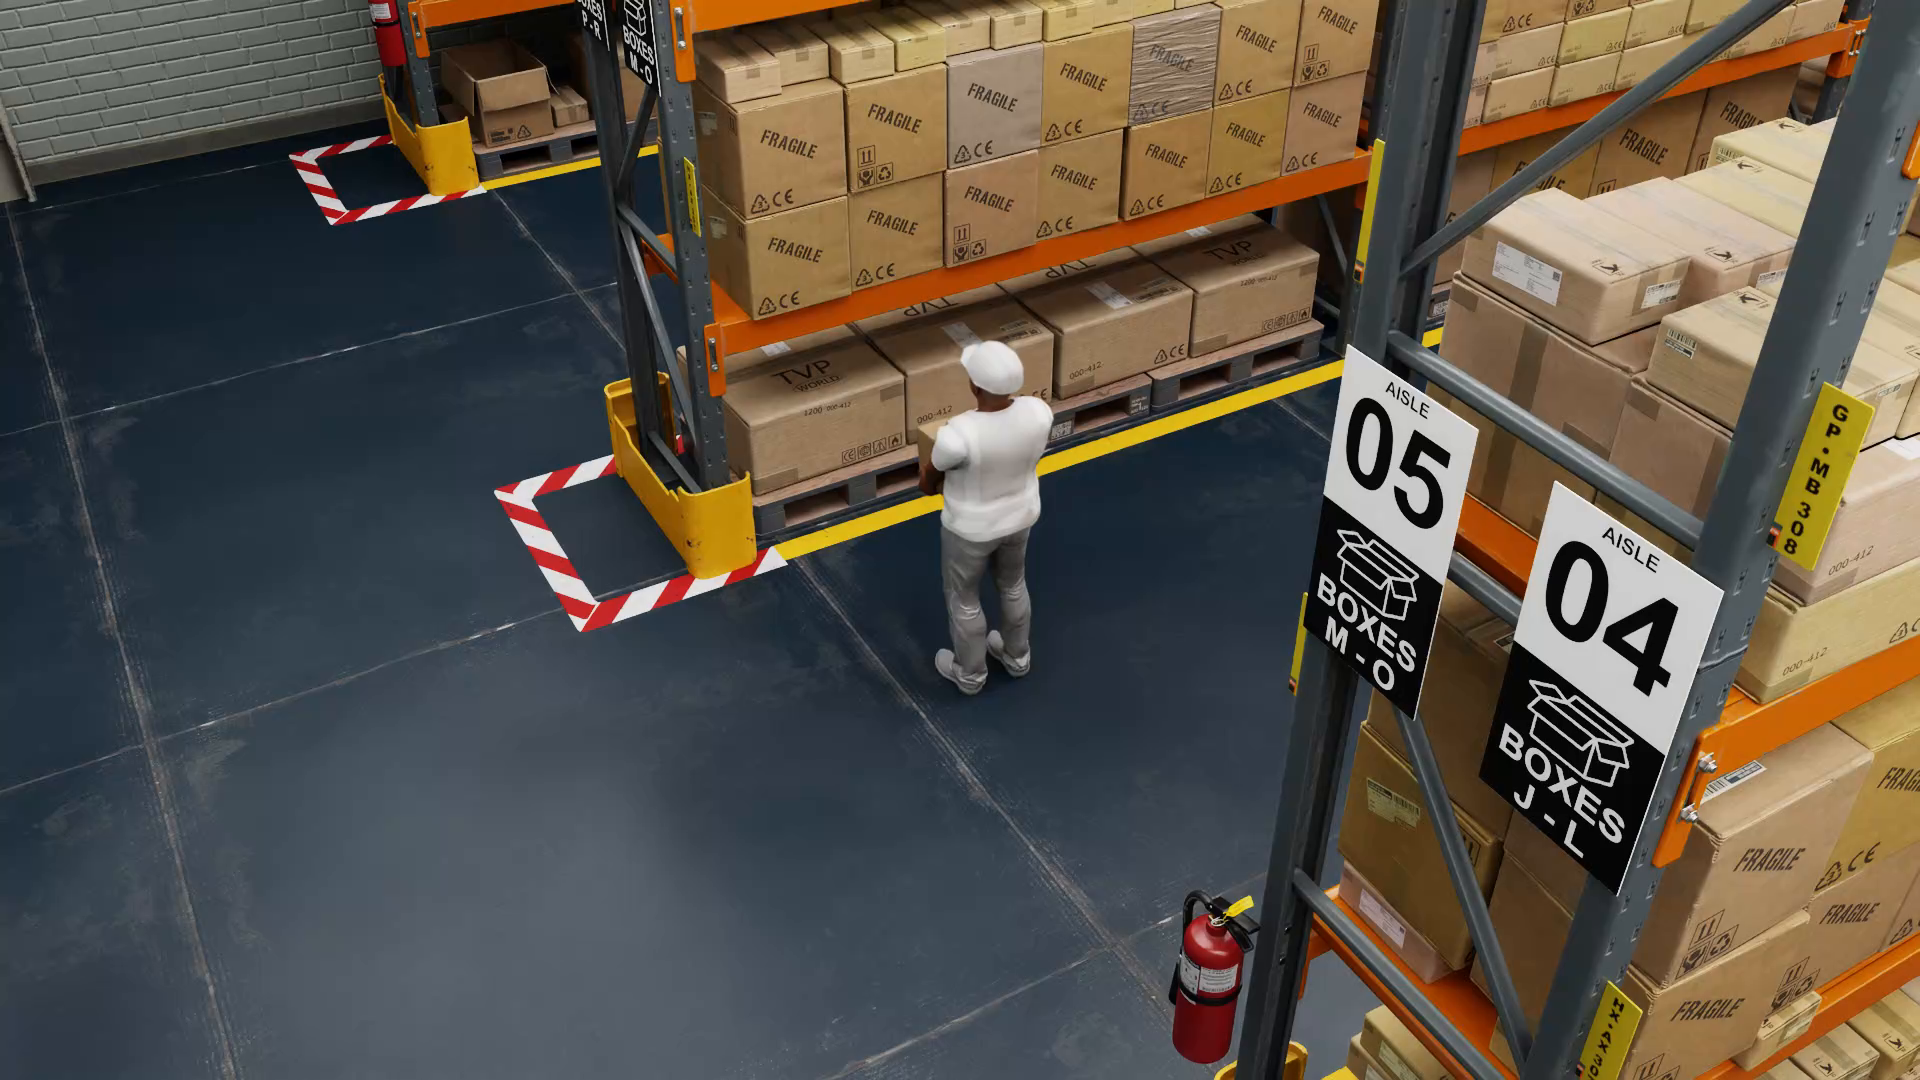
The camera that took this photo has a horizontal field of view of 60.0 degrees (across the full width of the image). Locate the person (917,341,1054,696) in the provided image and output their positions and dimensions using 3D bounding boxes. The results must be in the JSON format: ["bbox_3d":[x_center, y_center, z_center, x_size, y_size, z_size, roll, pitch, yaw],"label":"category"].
[{"bbox_3d":[0.068,-0.138,7.100,0.502,1.761,0.577,-19,41,-24],"label":"person"}]
